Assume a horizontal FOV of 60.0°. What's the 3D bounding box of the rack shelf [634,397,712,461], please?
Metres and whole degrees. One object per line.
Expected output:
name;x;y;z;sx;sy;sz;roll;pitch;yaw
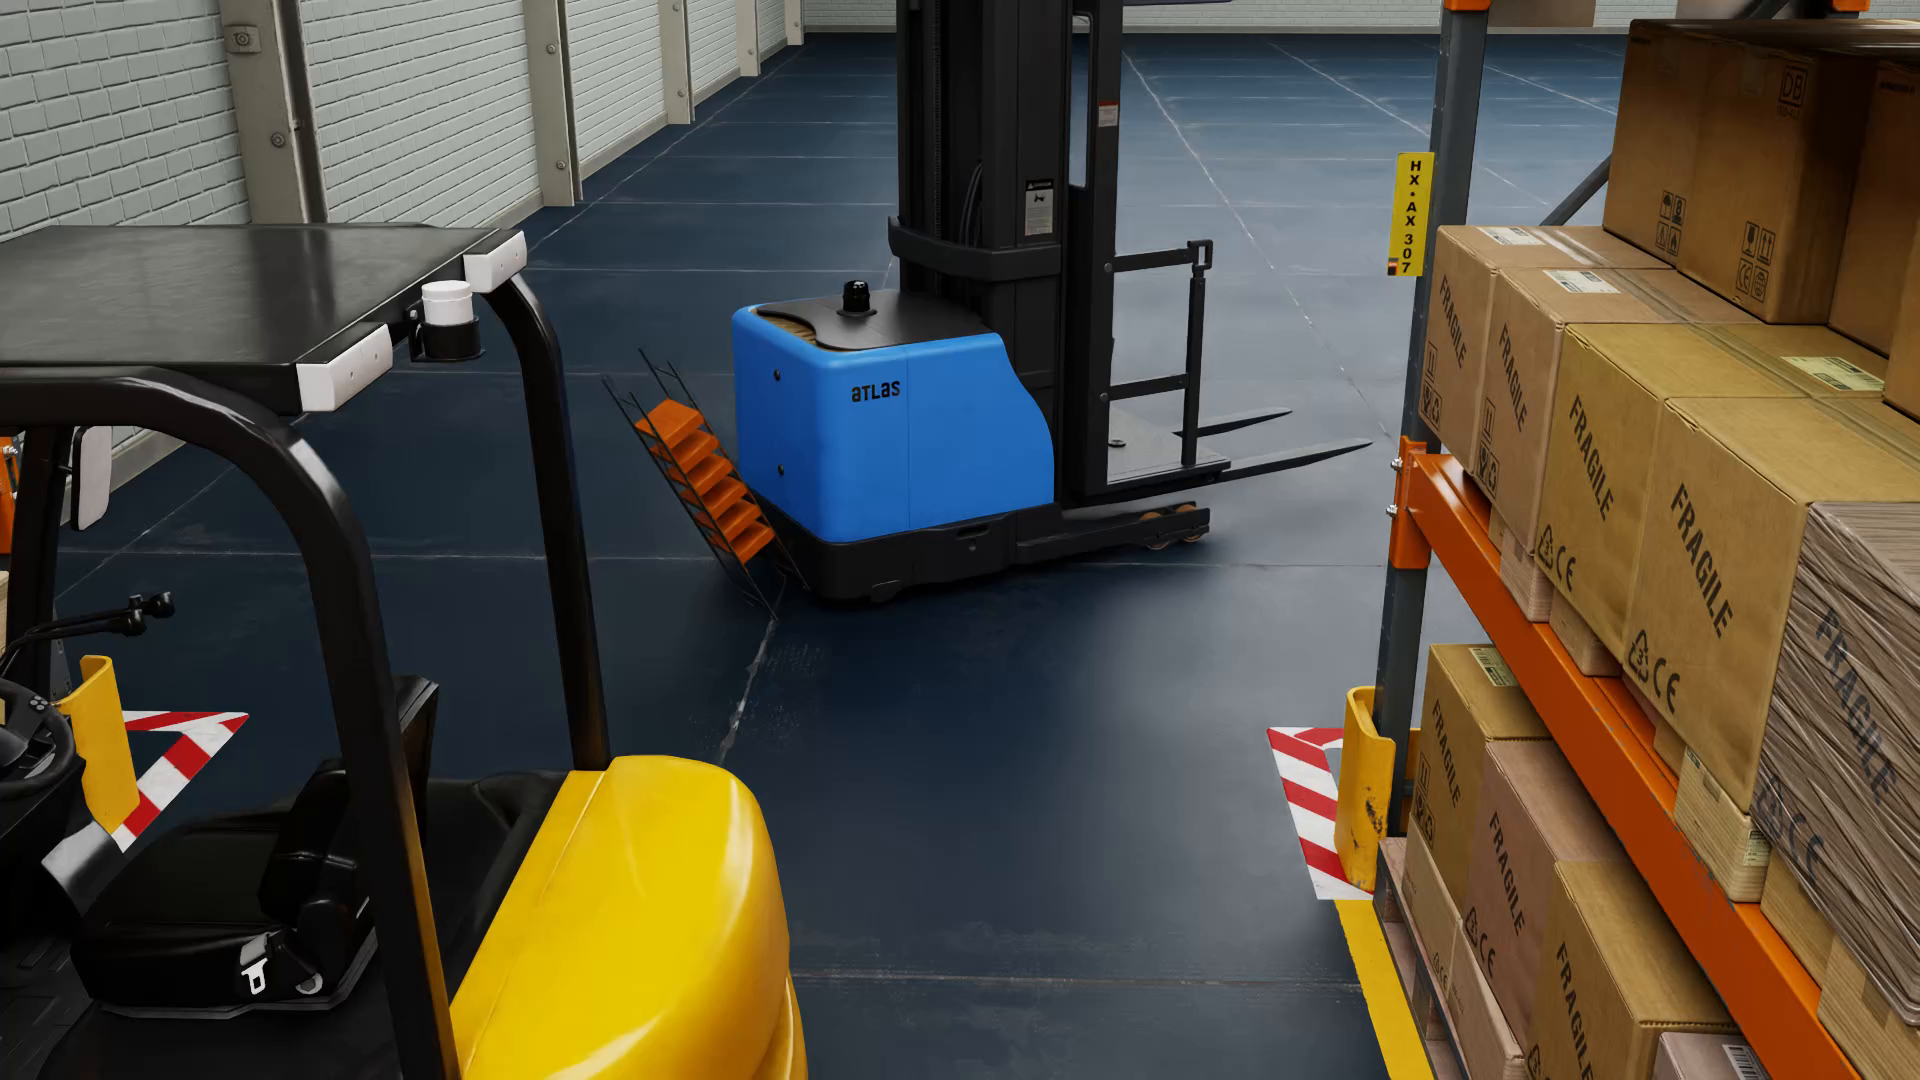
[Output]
rack shelf;-1.085;-0.422;6.260;0.180;0.103;0.258;-43;39;-20

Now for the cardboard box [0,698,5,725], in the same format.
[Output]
cardboard box;-2.925;0.528;4.551;0.500;0.250;0.500;0;21;1

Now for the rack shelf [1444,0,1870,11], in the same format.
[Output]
rack shelf;1.678;-0.791;2.269;1.077;0.370;4.000;1;21;2

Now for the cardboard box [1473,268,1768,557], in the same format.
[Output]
cardboard box;1.434;-0.281;3.557;0.500;0.500;0.500;1;21;3

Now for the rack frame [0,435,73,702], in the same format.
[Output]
rack frame;-3.223;-0.504;4.682;1.000;3.000;0.127;1;21;2

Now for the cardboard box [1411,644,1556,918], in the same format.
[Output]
cardboard box;1.437;0.583;4.065;0.500;0.500;0.500;0;21;0

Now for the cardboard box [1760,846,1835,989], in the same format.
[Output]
cardboard box;1.387;0.533;2.356;0.380;0.149;0.250;0;21;1

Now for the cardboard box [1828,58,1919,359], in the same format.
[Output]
cardboard box;2.006;-0.547;2.860;0.700;0.500;0.500;0;21;1

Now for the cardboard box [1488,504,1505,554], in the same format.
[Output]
cardboard box;1.439;-0.027;3.799;0.380;0.149;0.250;0;21;0

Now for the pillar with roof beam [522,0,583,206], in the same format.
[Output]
pillar with roof beam;0.523;-7.351;14.034;9.100;9.000;0.400;1;21;2

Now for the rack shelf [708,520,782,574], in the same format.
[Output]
rack shelf;-0.862;0.006;6.616;0.180;0.103;0.258;-43;39;-20

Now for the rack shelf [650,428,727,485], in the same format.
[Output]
rack shelf;-1.041;-0.336;6.331;0.180;0.103;0.258;-43;39;-20

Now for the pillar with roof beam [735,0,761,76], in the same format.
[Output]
pillar with roof beam;0.888;-11.690;25.216;9.100;9.000;0.400;1;21;2

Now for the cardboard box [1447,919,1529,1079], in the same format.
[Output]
cardboard box;1.414;1.108;3.747;0.500;0.250;0.500;1;21;4

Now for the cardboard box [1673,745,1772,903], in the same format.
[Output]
cardboard box;1.359;0.440;2.596;0.380;0.149;0.250;1;21;2

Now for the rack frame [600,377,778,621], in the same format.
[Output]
rack frame;-1.031;-0.138;6.416;0.006;1.200;0.240;-43;39;-20

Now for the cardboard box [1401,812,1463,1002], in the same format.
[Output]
cardboard box;1.437;0.924;4.223;0.500;0.250;0.500;0;21;1

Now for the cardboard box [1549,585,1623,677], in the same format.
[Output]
cardboard box;1.411;0.158;3.322;0.380;0.149;0.250;1;21;3

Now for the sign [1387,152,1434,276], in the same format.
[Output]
sign;1.196;-0.861;4.404;0.100;0.325;0.005;1;21;2

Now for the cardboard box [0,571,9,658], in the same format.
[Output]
cardboard box;-2.925;0.285;4.485;0.500;0.250;0.500;1;21;3

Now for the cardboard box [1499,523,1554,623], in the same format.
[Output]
cardboard box;1.385;0.064;3.564;0.380;0.149;0.250;1;21;2

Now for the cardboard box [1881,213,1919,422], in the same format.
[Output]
cardboard box;1.852;-0.368;2.399;0.700;0.500;0.500;1;21;1

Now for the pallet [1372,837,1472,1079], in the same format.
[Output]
pallet;1.676;1.170;4.222;1.003;0.211;1.213;1;21;2

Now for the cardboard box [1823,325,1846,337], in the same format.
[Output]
cardboard box;1.977;-0.256;3.493;0.500;0.500;0.500;1;21;2

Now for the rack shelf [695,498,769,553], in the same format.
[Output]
rack shelf;-0.906;-0.080;6.544;0.180;0.103;0.258;-43;39;-20

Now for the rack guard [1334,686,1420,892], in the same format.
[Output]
rack guard;1.736;0.742;4.926;1.175;0.500;0.348;1;21;2

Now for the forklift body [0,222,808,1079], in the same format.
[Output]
forklift body;-1.457;0.597;3.017;2.313;2.155;1.214;1;21;2

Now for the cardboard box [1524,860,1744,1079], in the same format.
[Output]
cardboard box;1.402;0.953;3.110;0.500;0.500;0.500;1;21;3

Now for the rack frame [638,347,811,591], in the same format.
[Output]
rack frame;-0.905;-0.256;6.478;0.006;1.200;0.240;-43;39;-20

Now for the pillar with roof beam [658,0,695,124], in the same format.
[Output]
pillar with roof beam;0.705;-9.520;19.625;9.100;9.000;0.400;1;21;2

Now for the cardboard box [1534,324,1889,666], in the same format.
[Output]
cardboard box;1.420;-0.097;3.082;0.500;0.500;0.500;0;21;1

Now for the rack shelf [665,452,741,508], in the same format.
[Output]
rack shelf;-0.996;-0.251;6.402;0.180;0.103;0.258;-43;39;-20

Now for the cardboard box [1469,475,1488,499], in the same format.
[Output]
cardboard box;1.521;-0.213;4.280;0.380;0.149;0.250;1;21;2

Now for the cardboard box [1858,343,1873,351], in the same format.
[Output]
cardboard box;1.959;-0.075;3.027;0.500;0.500;0.500;1;21;1

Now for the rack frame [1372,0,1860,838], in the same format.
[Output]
rack frame;1.738;-0.451;4.545;1.000;3.000;0.127;1;21;2

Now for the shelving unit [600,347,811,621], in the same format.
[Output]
shelving unit;-0.968;-0.197;6.447;0.189;1.200;0.258;-43;39;-20

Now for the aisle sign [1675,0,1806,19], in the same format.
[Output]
aisle sign;2.030;-1.682;4.124;0.394;0.787;0.004;1;21;2

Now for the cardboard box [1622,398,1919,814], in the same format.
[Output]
cardboard box;1.413;0.087;2.608;0.500;0.500;0.500;0;21;1

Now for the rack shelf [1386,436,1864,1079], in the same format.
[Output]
rack shelf;1.678;0.607;2.811;1.077;0.370;4.000;1;21;2

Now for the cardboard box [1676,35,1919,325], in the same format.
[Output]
cardboard box;1.918;-0.733;3.339;0.700;0.500;0.500;1;21;2

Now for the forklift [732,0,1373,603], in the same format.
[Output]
forklift;0.545;-1.477;7.283;3.031;2.935;1.130;-11;24;-27

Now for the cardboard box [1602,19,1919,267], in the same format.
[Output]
cardboard box;1.941;-0.915;3.810;0.700;0.500;0.500;0;21;0

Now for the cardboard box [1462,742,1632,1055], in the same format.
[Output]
cardboard box;1.426;0.772;3.577;0.500;0.500;0.500;0;21;0

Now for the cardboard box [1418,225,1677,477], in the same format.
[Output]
cardboard box;1.447;-0.468;4.040;0.500;0.500;0.500;0;21;1

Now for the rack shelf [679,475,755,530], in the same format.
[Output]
rack shelf;-0.951;-0.165;6.473;0.180;0.103;0.258;-43;39;-20

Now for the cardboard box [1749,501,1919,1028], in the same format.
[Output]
cardboard box;1.402;0.273;2.130;0.500;0.500;0.500;1;21;3

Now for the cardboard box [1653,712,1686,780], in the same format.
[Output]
cardboard box;1.425;0.349;2.829;0.380;0.149;0.250;0;21;0

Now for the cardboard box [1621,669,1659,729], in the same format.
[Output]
cardboard box;1.463;0.254;3.074;0.380;0.149;0.250;1;21;3

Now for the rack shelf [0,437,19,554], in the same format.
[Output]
rack shelf;-3.284;0.554;2.949;1.077;0.370;4.000;1;21;2

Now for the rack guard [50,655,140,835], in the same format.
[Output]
rack guard;-3.222;0.652;5.157;1.175;0.500;0.348;1;21;2

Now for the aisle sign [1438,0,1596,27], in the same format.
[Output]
aisle sign;1.430;-1.689;4.141;0.394;0.787;0.004;1;21;2

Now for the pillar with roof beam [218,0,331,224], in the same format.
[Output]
pillar with roof beam;0.340;-5.181;8.443;9.100;9.000;0.400;1;21;2

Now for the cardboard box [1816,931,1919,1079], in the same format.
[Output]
cardboard box;1.350;0.625;2.118;0.380;0.149;0.250;0;21;1

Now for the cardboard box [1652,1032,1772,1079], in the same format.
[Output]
cardboard box;1.395;1.146;2.612;0.500;0.500;0.500;2;21;4

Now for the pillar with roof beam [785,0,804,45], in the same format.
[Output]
pillar with roof beam;1.070;-13.859;30.807;9.100;9.000;0.400;1;21;2
